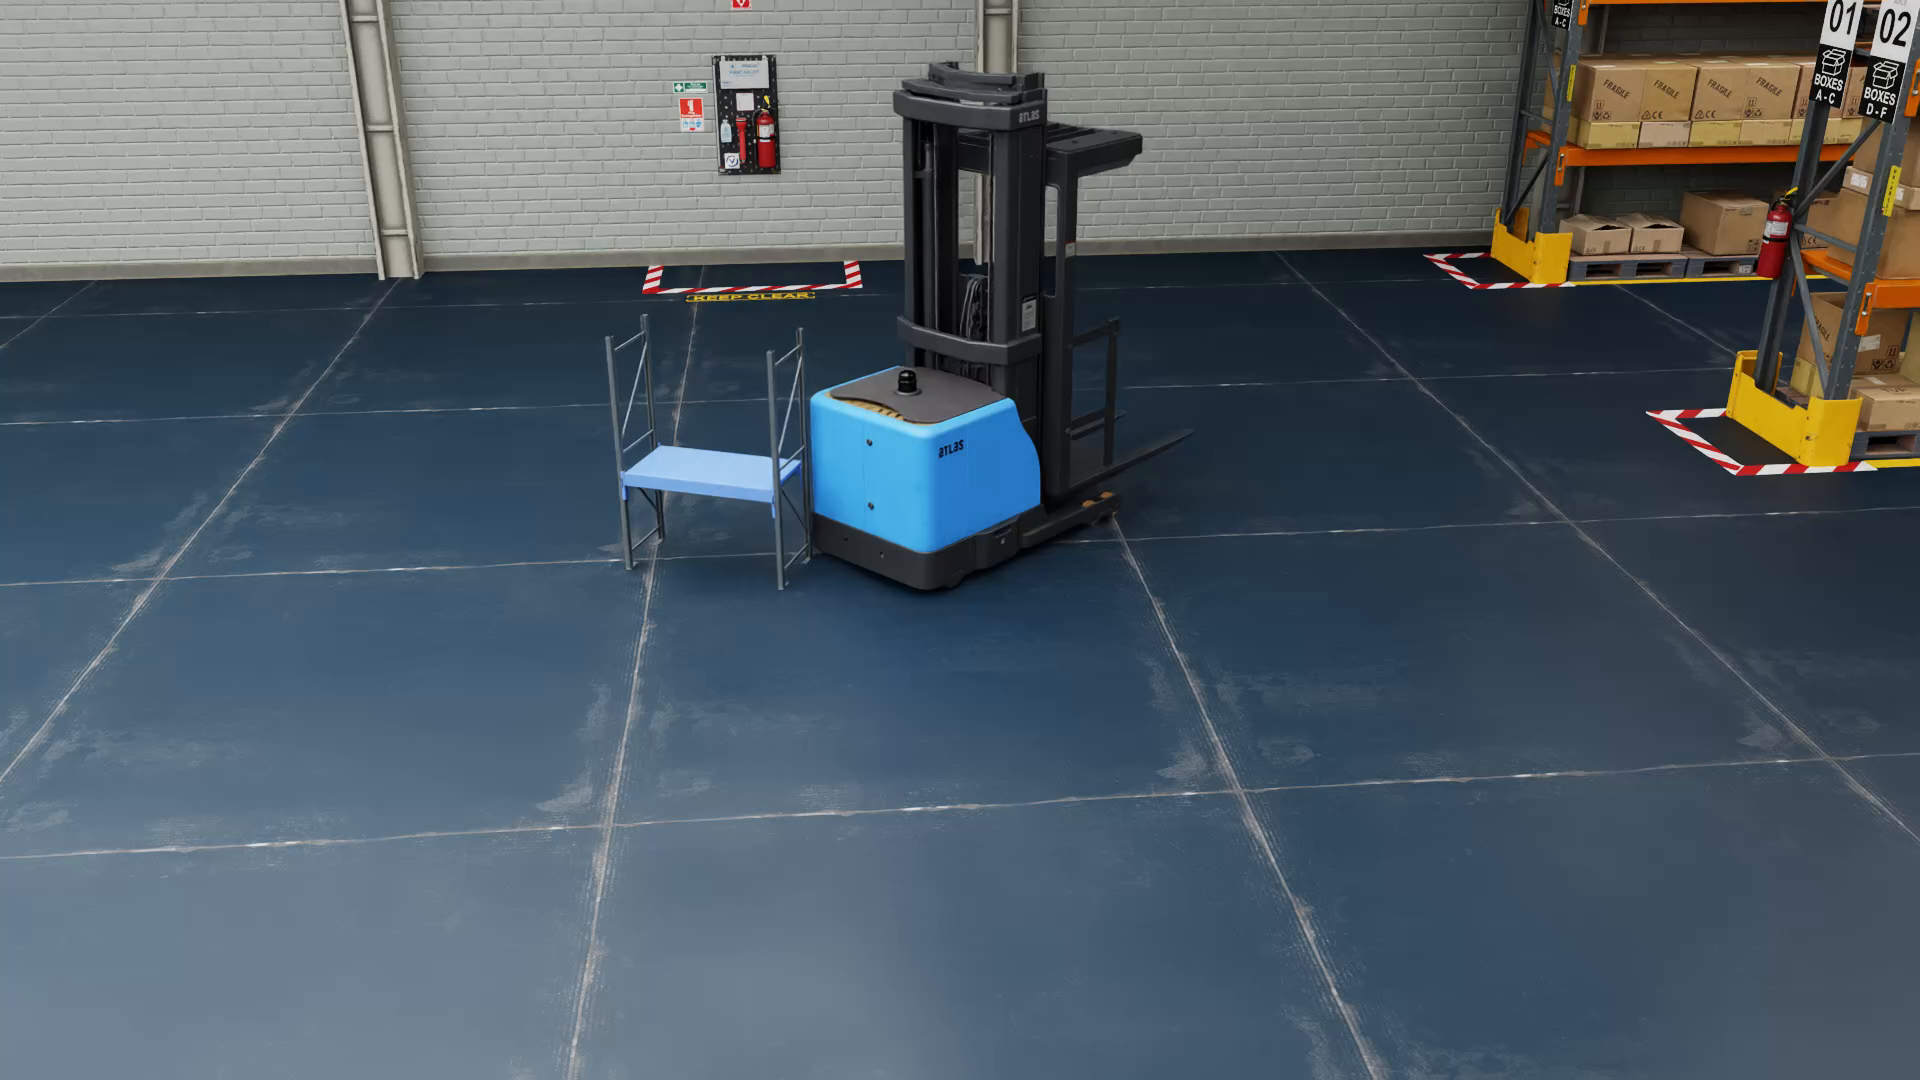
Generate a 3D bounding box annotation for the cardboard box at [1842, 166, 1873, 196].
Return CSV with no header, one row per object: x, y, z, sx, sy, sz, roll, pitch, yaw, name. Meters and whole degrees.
6.566,-2.571,11.919,0.250,0.149,0.380,-3,24,-6,cardboard box

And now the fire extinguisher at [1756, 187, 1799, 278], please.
6.042,-2.284,12.291,0.183,0.674,0.296,-2,24,-5,fire extinguisher

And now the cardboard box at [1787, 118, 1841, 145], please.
8.258,-4.055,16.339,0.500,0.250,0.500,-2,24,-5,cardboard box

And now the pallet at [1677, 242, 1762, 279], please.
7.813,-2.933,17.089,1.213,0.211,1.003,-2,24,-5,pallet

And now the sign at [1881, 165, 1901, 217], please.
6.253,-2.344,11.166,0.005,0.325,0.100,-2,24,-5,sign

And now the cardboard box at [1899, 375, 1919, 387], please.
7.258,-1.025,12.231,0.500,0.250,0.500,-2,24,-5,cardboard box

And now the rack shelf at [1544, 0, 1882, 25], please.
7.705,-5.260,16.085,4.000,0.370,1.077,-2,24,-5,rack shelf

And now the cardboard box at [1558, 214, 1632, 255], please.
6.412,-3.102,16.805,0.500,0.311,0.500,-5,24,-11,cardboard box

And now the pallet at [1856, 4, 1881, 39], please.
6.911,-3.485,11.312,1.213,0.211,1.003,-2,24,-5,pallet

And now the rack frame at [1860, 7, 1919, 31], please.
6.205,-4.878,10.645,0.127,3.000,1.000,-2,24,-5,rack frame

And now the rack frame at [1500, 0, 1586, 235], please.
5.714,-4.139,16.368,0.127,3.000,1.000,-2,24,-5,rack frame

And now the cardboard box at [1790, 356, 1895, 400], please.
6.710,-1.213,12.654,0.500,0.250,0.500,-2,24,-5,cardboard box

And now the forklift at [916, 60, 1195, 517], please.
0.434,-1.557,10.644,1.121,2.935,3.031,20,31,38,forklift

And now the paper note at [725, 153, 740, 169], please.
-2.291,-3.812,16.717,0.142,0.148,0.016,-2,24,-5,paper note

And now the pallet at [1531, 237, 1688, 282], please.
6.602,-2.886,16.982,1.213,0.211,1.003,-2,24,-5,pallet

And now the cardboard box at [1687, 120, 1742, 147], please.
7.254,-4.015,16.249,0.500,0.250,0.500,-3,24,-6,cardboard box

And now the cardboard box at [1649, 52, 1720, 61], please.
15.270,0.065,5.669,13.577,0.889,26.022,-3,24,-7,cardboard box

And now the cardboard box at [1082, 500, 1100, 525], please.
0.860,-0.181,10.964,0.200,0.156,0.197,-3,24,-6,cardboard box

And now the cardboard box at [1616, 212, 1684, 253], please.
6.979,-3.125,16.856,0.500,0.311,0.500,0,24,-1,cardboard box

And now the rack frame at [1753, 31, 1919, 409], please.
6.205,-2.136,11.864,0.127,3.000,1.000,-2,24,-5,rack frame

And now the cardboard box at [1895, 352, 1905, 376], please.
7.206,-1.238,12.709,0.500,0.250,0.500,-2,24,-5,cardboard box

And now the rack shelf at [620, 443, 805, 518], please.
-1.503,-0.372,10.184,1.000,0.185,0.538,7,25,15,rack shelf

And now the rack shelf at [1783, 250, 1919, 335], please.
8.195,-1.888,12.189,4.000,0.370,1.077,-2,24,-5,rack shelf

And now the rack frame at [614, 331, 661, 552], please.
-1.990,-0.595,10.241,0.013,1.308,0.475,7,25,15,rack frame

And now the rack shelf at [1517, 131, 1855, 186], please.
7.705,-3.890,16.694,4.000,0.370,1.077,-2,24,-5,rack shelf

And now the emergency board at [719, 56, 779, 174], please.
-2.104,-4.193,16.491,0.636,1.158,0.192,-2,24,-5,emergency board

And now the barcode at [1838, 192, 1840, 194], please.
9.134,-3.579,17.250,0.075,0.075,0.001,-2,24,-5,barcode

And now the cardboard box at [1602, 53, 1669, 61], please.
6.664,-4.543,16.514,0.500,0.500,0.500,-2,24,-4,cardboard box

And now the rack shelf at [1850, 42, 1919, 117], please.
8.195,-3.258,11.580,4.000,0.370,1.077,-2,24,-5,rack shelf

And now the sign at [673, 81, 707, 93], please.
-2.663,-4.468,16.413,0.331,0.109,0.001,-2,24,-5,sign

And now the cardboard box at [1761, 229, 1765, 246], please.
8.101,-3.141,17.092,0.250,0.149,0.380,-4,24,-9,cardboard box

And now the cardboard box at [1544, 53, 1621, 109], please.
6.162,-4.527,16.478,0.500,0.500,0.500,-3,24,-6,cardboard box

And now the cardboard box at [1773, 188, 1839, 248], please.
8.666,-3.299,17.016,0.500,0.500,0.500,-4,24,-9,cardboard box

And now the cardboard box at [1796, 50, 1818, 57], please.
8.692,-4.628,16.706,0.500,0.500,0.500,-2,24,-5,cardboard box

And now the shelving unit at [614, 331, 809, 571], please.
-1.503,-0.537,10.111,1.030,1.308,0.538,7,25,15,shelving unit

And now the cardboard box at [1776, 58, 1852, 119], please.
8.256,-4.400,16.192,0.500,0.500,0.500,-3,24,-7,cardboard box

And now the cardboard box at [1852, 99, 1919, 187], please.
6.723,-2.791,11.615,0.500,0.500,0.700,-2,24,-5,cardboard box

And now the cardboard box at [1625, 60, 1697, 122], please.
6.712,-4.335,16.047,0.500,0.500,0.500,-2,24,-5,cardboard box

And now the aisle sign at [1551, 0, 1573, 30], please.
5.672,-5.202,15.561,0.004,0.787,0.394,-2,24,-5,aisle sign

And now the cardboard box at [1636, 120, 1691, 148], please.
6.746,-3.997,16.209,0.500,0.250,0.500,-3,24,-7,cardboard box

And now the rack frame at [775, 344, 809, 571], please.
-1.016,-0.477,9.977,0.013,1.308,0.475,7,25,15,rack frame

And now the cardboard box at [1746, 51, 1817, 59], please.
8.195,-4.610,16.666,0.500,0.500,0.500,-2,24,-4,cardboard box

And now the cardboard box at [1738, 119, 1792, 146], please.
7.757,-4.034,16.293,0.500,0.250,0.500,-2,24,-5,cardboard box

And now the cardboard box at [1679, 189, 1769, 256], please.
7.714,-3.220,16.838,0.500,0.500,0.700,-4,24,-8,cardboard box

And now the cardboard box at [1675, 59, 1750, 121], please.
7.227,-4.353,16.088,0.500,0.500,0.500,-3,24,-7,cardboard box

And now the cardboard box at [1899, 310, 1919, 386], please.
7.258,-1.367,12.077,0.500,0.500,0.500,-2,24,-5,cardboard box

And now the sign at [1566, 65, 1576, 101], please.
5.768,-4.315,15.699,0.005,0.325,0.100,-2,24,-5,sign

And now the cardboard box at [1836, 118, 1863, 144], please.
8.757,-4.081,16.398,0.500,0.250,0.500,-2,24,-5,cardboard box

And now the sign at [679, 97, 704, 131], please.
-2.668,-4.229,16.528,0.234,0.329,0.001,-2,24,-5,sign

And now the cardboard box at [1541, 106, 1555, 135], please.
6.160,-4.176,16.613,0.500,0.250,0.500,-2,24,-4,cardboard box
